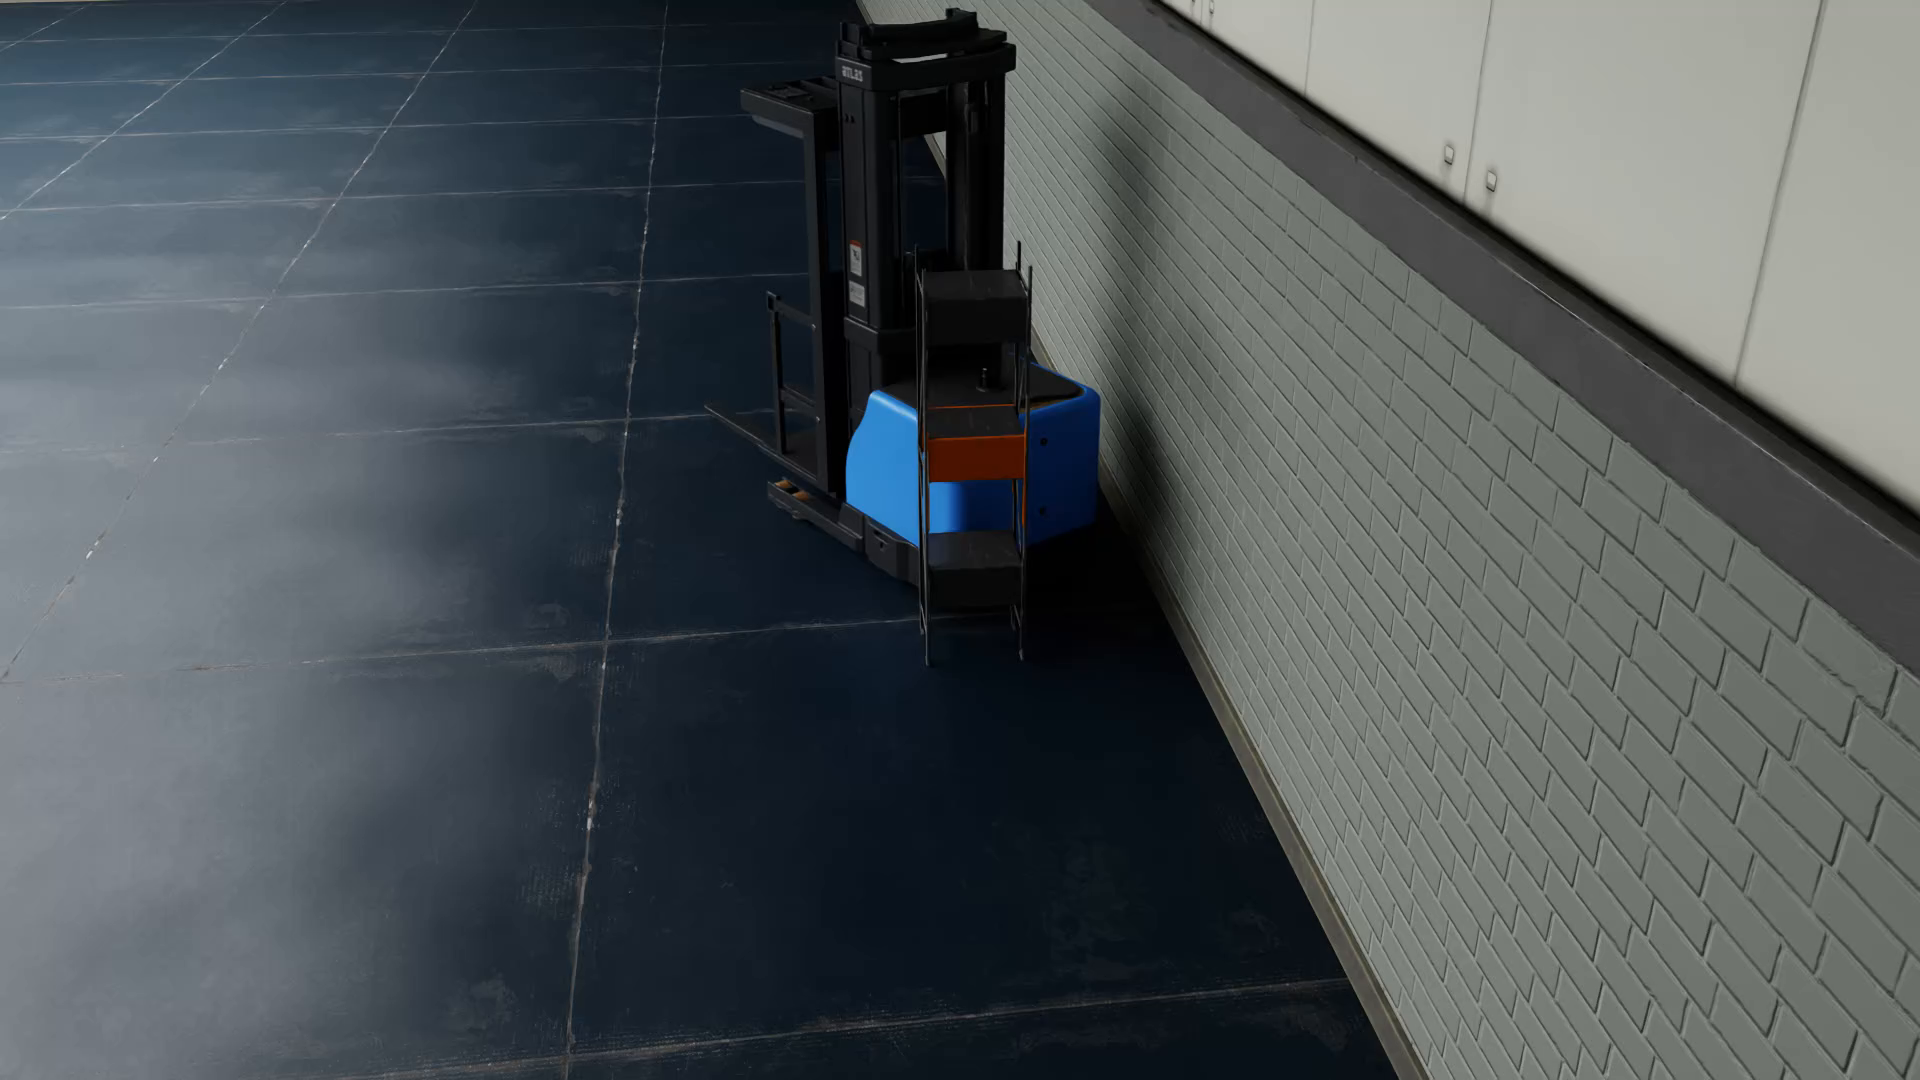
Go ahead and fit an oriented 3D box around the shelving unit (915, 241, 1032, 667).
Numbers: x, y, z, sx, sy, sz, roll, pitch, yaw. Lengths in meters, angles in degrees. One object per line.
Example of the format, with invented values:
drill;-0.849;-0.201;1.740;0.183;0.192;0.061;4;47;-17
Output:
shelving unit;0.059;-0.390;8.211;0.503;2.100;0.431;-3;27;-6

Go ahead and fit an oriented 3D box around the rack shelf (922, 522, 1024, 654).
rack shelf;0.059;0.245;8.536;0.480;0.518;0.431;-3;27;-6

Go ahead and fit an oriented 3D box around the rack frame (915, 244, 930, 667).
rack frame;-0.183;-0.378;8.187;0.015;2.100;0.400;-3;27;-6

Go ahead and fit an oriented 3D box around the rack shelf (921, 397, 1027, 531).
rack shelf;0.059;-0.378;8.217;0.480;0.518;0.431;-3;27;-6

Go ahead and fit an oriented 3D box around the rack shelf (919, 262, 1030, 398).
rack shelf;0.059;-1.001;7.897;0.480;0.518;0.431;-3;27;-6

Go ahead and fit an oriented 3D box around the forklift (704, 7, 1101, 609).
forklift;-0.515;-1.548;9.556;1.130;2.935;3.031;-19;33;-33

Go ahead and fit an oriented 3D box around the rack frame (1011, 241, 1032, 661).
rack frame;0.302;-0.402;8.234;0.015;2.100;0.400;-3;27;-6
